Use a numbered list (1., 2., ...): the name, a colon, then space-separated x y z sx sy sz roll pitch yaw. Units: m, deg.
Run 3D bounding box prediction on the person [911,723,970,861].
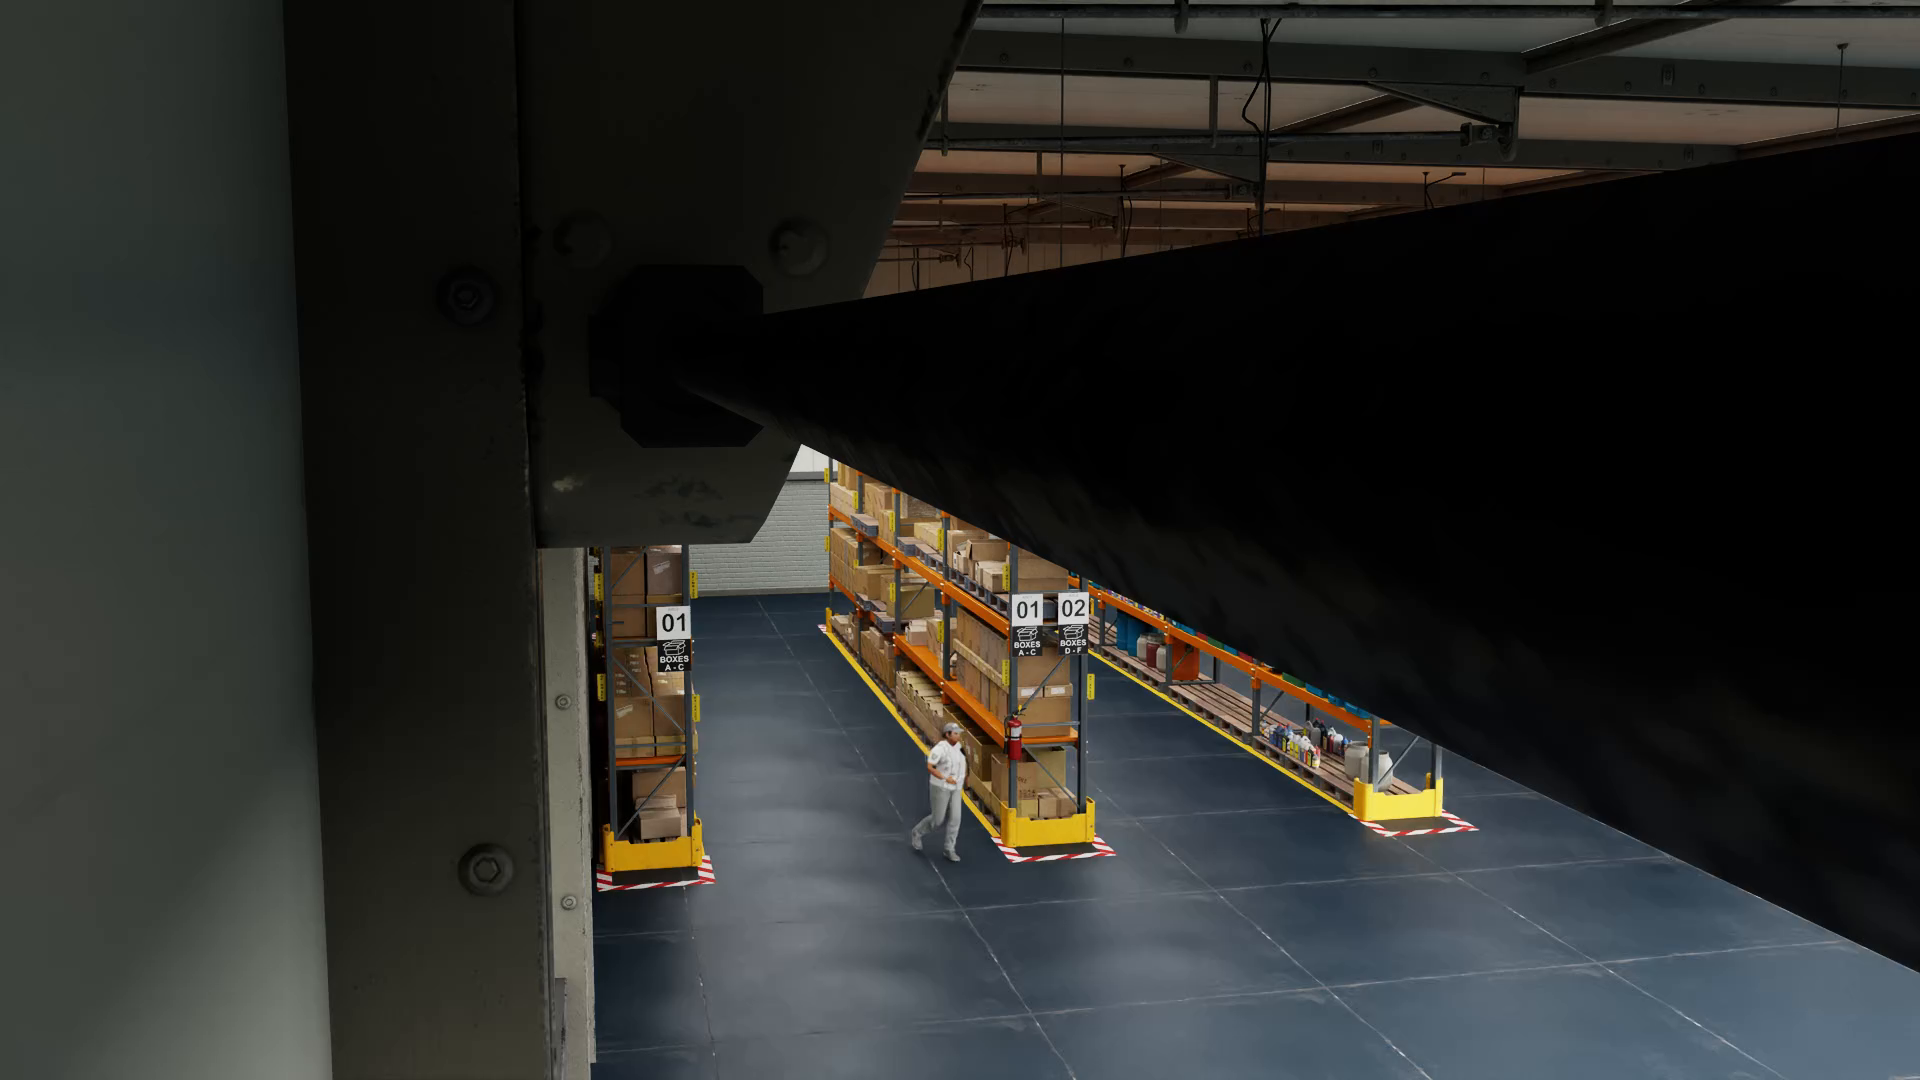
1. person: -0.156 3.079 20.637 0.790 1.643 0.691 7 10 45
